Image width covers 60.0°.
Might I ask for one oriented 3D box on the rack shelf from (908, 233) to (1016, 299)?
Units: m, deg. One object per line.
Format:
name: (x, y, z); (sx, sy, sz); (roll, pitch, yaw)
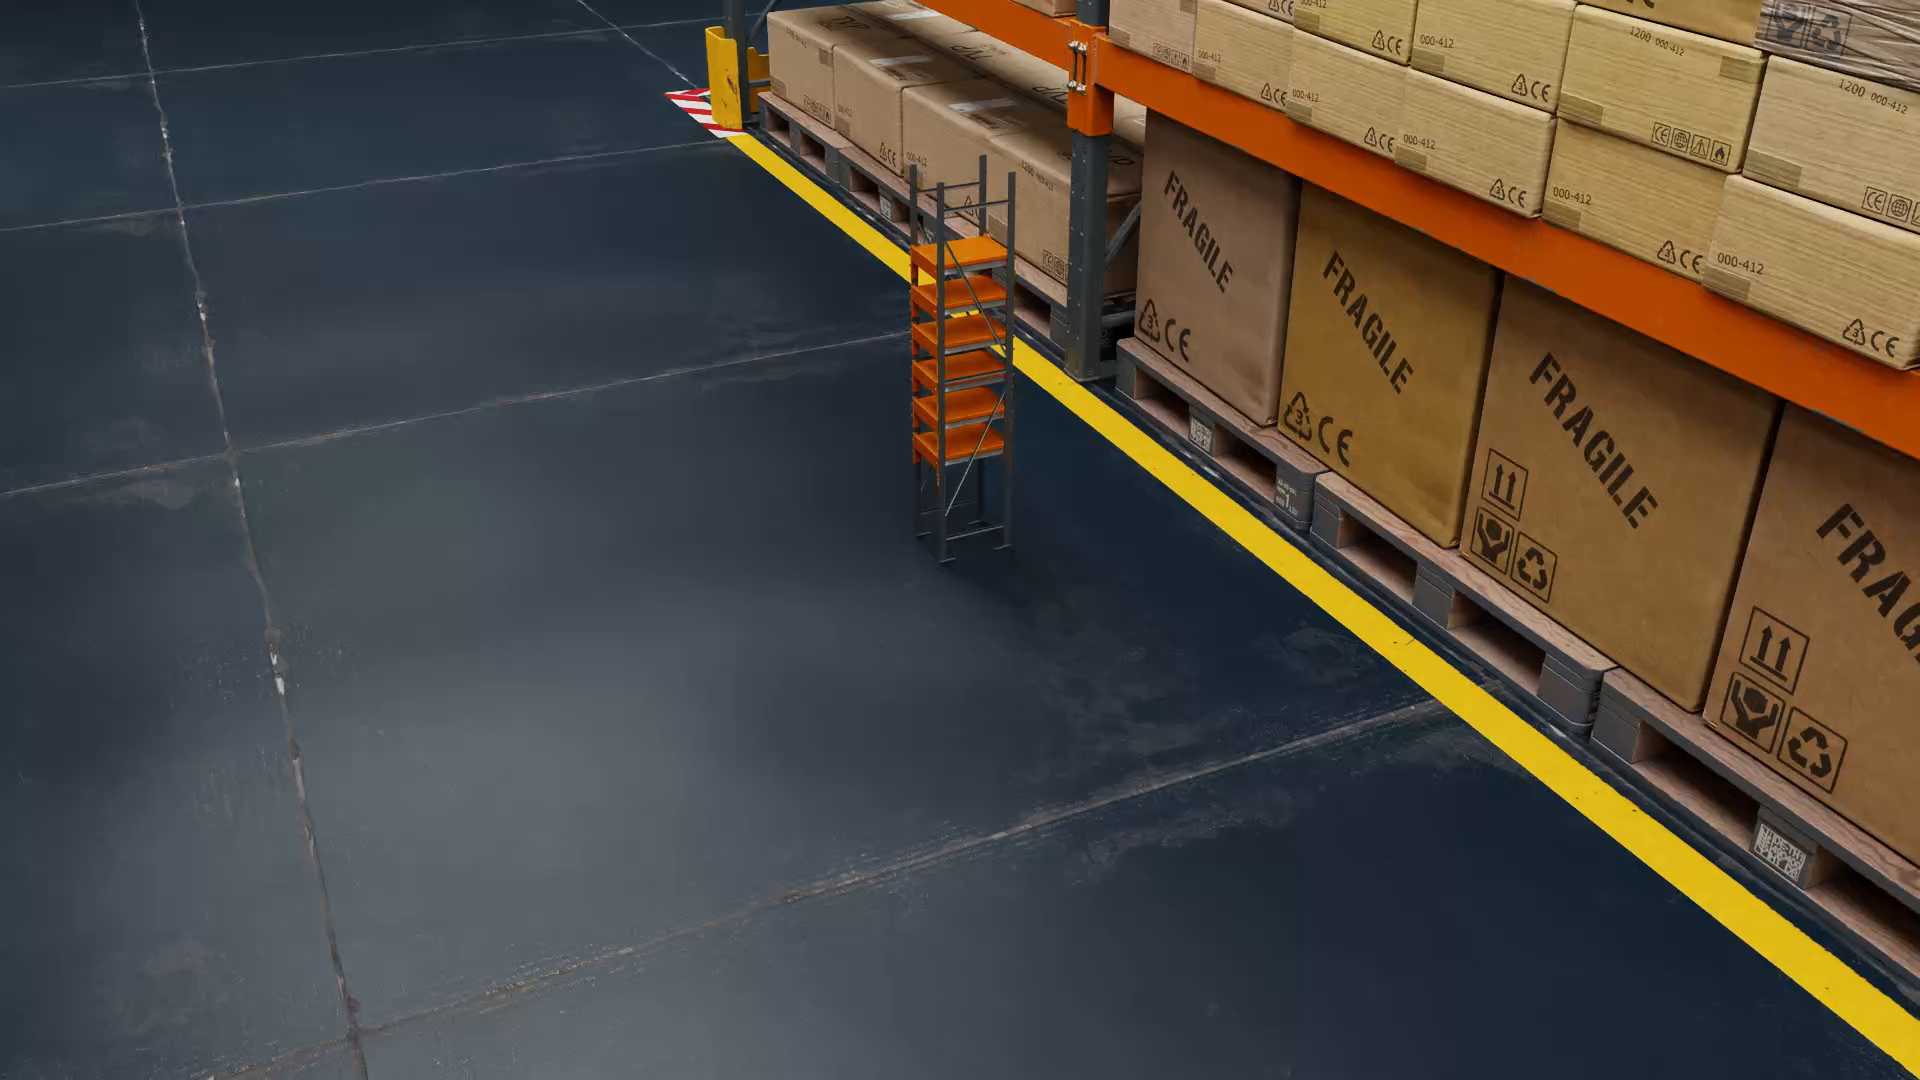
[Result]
rack shelf: (0.006, -0.792, 4.791); (0.258, 0.103, 0.180); (-13, 32, -22)

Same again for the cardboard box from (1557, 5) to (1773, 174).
cardboard box: (1.695, -1.022, 3.647); (0.500, 0.250, 0.500); (-14, 32, -23)

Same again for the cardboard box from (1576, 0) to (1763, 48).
cardboard box: (1.701, -1.360, 3.484); (0.500, 0.500, 0.500); (-13, 32, -22)

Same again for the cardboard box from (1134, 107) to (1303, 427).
cardboard box: (1.215, -1.027, 5.758); (0.875, 0.875, 0.875); (-12, 31, -20)

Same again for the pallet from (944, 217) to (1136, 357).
pallet: (0.621, -1.164, 7.110); (1.003, 0.211, 1.213); (-13, 32, -22)

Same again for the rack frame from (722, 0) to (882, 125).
rack frame: (-0.841, -3.795, 8.951); (1.000, 3.000, 0.127); (-13, 32, -22)

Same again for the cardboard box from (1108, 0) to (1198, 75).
cardboard box: (0.827, -1.713, 5.391); (0.500, 0.250, 0.500); (-14, 32, -23)

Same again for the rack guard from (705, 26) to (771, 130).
rack guard: (-0.851, -2.715, 9.581); (1.175, 0.500, 0.348); (-13, 32, -22)

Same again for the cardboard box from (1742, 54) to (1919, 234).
cardboard box: (1.933, -0.800, 3.252); (0.500, 0.250, 0.500); (-14, 32, -23)

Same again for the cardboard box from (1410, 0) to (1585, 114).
cardboard box: (1.471, -1.251, 4.056); (0.500, 0.250, 0.500); (-14, 32, -23)

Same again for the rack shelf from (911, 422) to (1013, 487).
rack shelf: (0.006, -0.269, 5.084); (0.258, 0.103, 0.180); (-13, 32, -22)

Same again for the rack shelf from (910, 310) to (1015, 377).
rack shelf: (0.006, -0.583, 4.908); (0.258, 0.103, 0.180); (-13, 32, -22)

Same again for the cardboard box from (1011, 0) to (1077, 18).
cardboard box: (0.447, -2.223, 6.045); (0.500, 0.500, 0.500); (-13, 32, -22)

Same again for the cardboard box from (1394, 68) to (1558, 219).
cardboard box: (1.462, -1.032, 4.177); (0.500, 0.250, 0.500); (-14, 32, -23)

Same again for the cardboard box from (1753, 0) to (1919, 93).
cardboard box: (1.908, -1.139, 3.090); (0.500, 0.500, 0.500); (-13, 32, -21)

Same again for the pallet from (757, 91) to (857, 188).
pallet: (-0.427, -2.242, 9.032); (1.003, 0.211, 1.213); (-13, 32, -22)

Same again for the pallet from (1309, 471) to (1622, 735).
pallet: (1.804, 0.053, 4.939); (1.003, 0.211, 1.213); (-13, 32, -22)

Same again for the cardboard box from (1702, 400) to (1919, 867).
cardboard box: (2.372, 0.160, 3.641); (0.875, 0.875, 0.875); (-13, 32, -22)

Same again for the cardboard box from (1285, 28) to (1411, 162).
cardboard box: (1.256, -1.255, 4.574); (0.500, 0.250, 0.500); (-13, 32, -22)

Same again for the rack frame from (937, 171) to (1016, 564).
rack frame: (0.046, -0.477, 4.873); (0.240, 1.200, 0.006); (-13, 32, -22)

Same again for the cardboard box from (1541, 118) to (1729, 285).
cardboard box: (1.707, -0.813, 3.786); (0.500, 0.250, 0.500); (-13, 32, -22)

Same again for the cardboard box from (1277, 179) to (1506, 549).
cardboard box: (1.610, -0.630, 5.049); (0.875, 0.875, 0.875); (-12, 31, -21)

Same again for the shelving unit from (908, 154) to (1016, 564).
shelving unit: (0.006, -0.517, 4.945); (0.258, 1.200, 0.189); (-13, 32, -22)

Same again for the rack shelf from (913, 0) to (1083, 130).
rack shelf: (0.018, -2.598, 7.551); (1.077, 0.370, 4.000); (-13, 32, -22)

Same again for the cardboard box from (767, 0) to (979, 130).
cardboard box: (-0.467, -2.590, 8.992); (0.875, 0.438, 0.875); (-14, 32, -24)

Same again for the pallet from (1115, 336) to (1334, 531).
pallet: (1.276, -0.487, 5.902); (1.003, 0.211, 1.213); (-13, 32, -22)

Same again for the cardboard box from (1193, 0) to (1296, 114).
cardboard box: (1.051, -1.484, 4.984); (0.500, 0.250, 0.500); (-14, 32, -23)

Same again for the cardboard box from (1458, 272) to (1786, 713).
cardboard box: (1.993, -0.235, 4.345); (0.875, 0.875, 0.875); (-13, 32, -21)

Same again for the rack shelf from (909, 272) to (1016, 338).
rack shelf: (0.006, -0.688, 4.849); (0.258, 0.103, 0.180); (-13, 32, -22)

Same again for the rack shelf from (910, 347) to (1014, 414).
rack shelf: (0.006, -0.478, 4.967); (0.258, 0.103, 0.180); (-13, 32, -22)

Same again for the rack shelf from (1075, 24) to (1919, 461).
rack shelf: (1.735, -0.831, 4.400); (1.077, 0.370, 4.000); (-13, 32, -22)

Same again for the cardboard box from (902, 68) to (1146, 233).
cardboard box: (0.319, -1.789, 7.563); (0.875, 0.438, 0.875); (-14, 32, -23)

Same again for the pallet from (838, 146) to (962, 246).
pallet: (0.093, -1.704, 8.072); (1.003, 0.211, 1.213); (-13, 32, -22)

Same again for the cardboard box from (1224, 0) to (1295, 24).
cardboard box: (1.060, -1.702, 4.861); (0.500, 0.250, 0.500); (-13, 32, -21)

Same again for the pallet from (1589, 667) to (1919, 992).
pallet: (2.323, 0.591, 3.980); (1.003, 0.211, 1.213); (-13, 32, -22)

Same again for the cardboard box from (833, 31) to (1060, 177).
cardboard box: (-0.067, -2.187, 8.274); (0.875, 0.438, 0.875); (-12, 32, -21)

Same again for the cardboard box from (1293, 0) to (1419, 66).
cardboard box: (1.253, -1.474, 4.454); (0.500, 0.250, 0.500); (-13, 32, -21)

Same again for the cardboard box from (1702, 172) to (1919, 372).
cardboard box: (1.909, -0.587, 3.383); (0.500, 0.250, 0.500); (-13, 32, -21)

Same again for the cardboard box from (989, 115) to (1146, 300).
cardboard box: (0.704, -1.393, 6.858); (0.875, 0.438, 0.875); (-14, 32, -23)

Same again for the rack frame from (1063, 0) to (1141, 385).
rack frame: (0.877, -2.028, 5.799); (1.000, 3.000, 0.127); (-13, 32, -22)

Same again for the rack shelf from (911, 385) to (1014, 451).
rack shelf: (0.006, -0.374, 5.026); (0.258, 0.103, 0.180); (-13, 32, -22)

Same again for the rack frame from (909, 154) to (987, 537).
rack frame: (-0.033, -0.557, 5.017); (0.240, 1.200, 0.006); (-13, 32, -22)
